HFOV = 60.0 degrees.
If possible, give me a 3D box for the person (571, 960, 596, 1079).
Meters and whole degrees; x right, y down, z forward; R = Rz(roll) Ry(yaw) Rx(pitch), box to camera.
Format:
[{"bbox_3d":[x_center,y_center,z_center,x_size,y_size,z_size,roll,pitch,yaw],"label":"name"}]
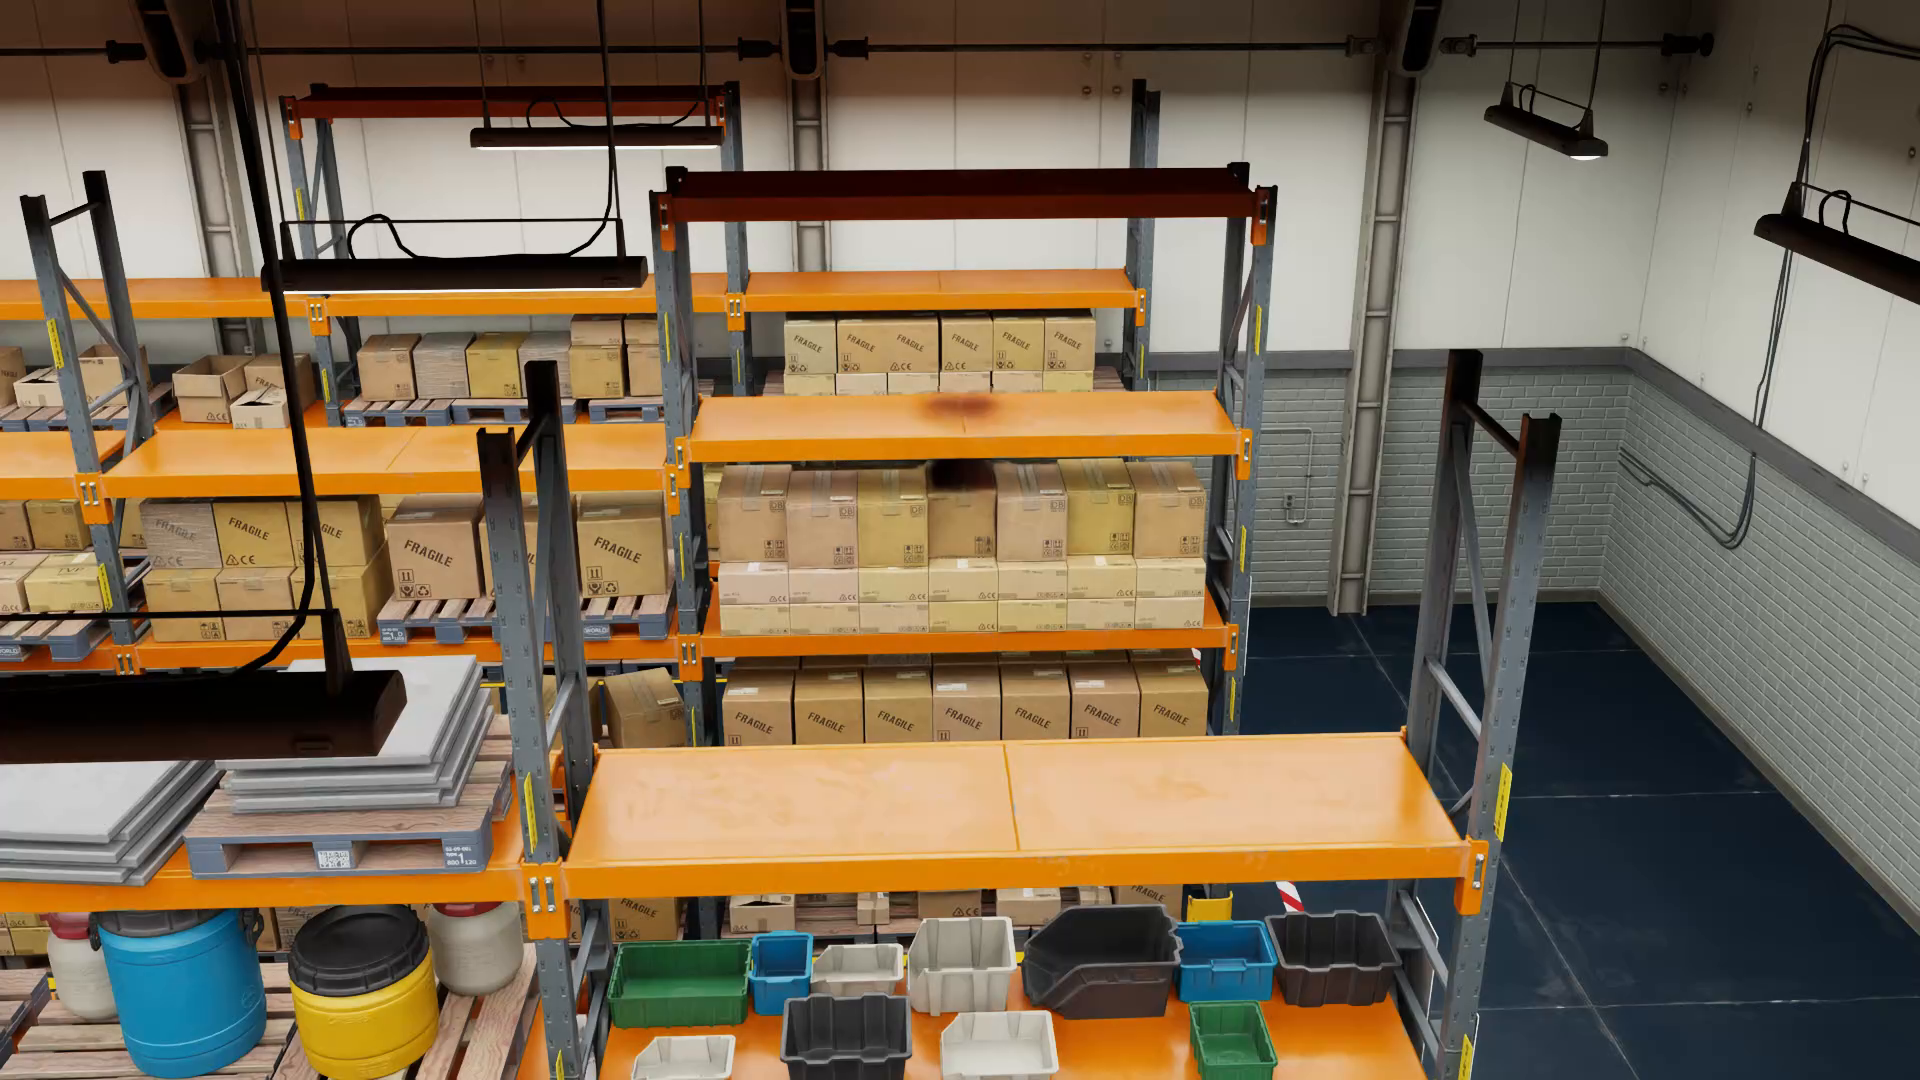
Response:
[{"bbox_3d":[-2.361,3.404,10.560,0.546,1.671,0.373,-9,24,-20],"label":"person"}]
